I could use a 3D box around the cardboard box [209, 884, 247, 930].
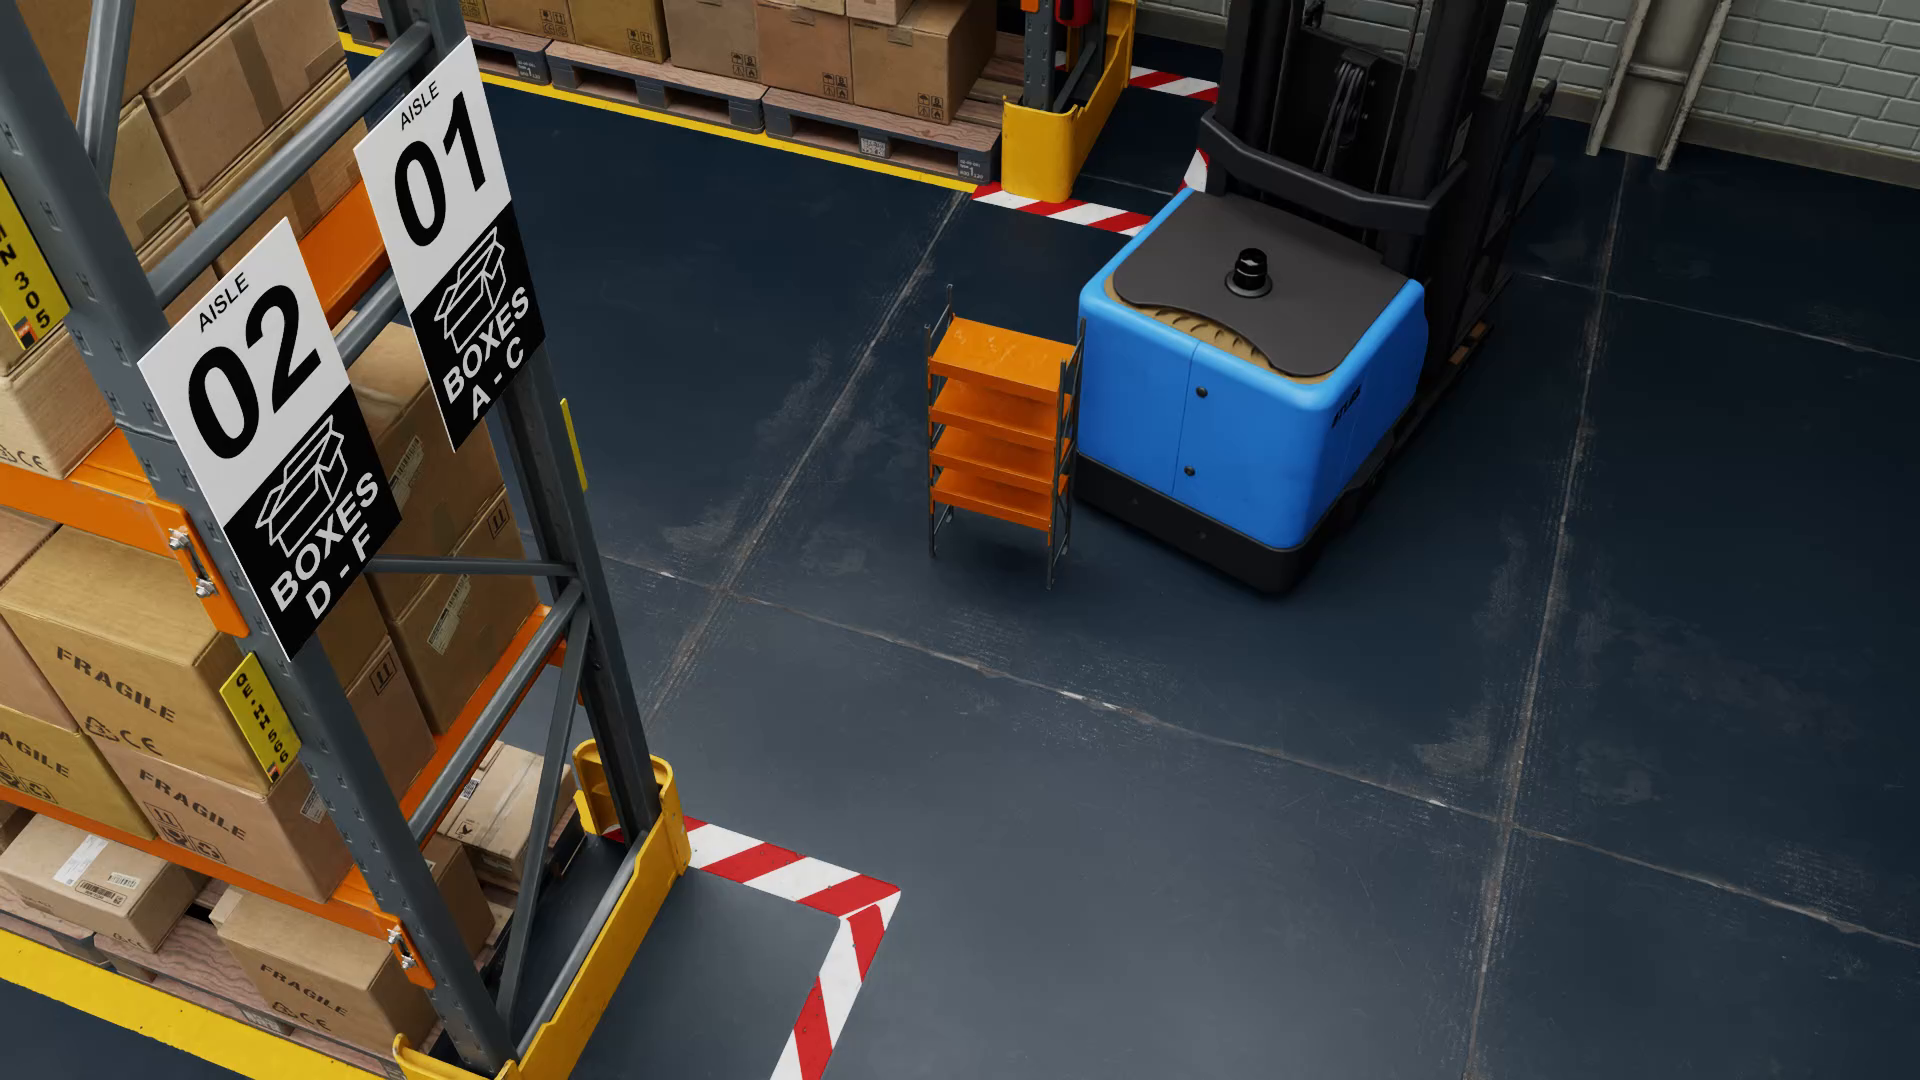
[{"bbox_3d":[-2.135,1.102,5.261,0.250,0.166,0.380,16,51,13],"label":"cardboard box"}]

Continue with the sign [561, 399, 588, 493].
[{"bbox_3d":[-1.003,-0.213,4.243,0.005,0.325,0.100,16,51,13],"label":"sign"}]

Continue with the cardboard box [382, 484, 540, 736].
[{"bbox_3d":[-1.516,0.120,4.462,0.500,0.500,0.500,17,51,14],"label":"cardboard box"}]

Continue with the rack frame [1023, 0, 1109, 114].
[{"bbox_3d":[0.522,-3.057,7.281,0.127,3.000,1.000,16,51,13],"label":"rack frame"}]

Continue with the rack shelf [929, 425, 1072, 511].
[{"bbox_3d":[0.155,-0.306,6.176,0.480,0.148,0.258,16,51,13],"label":"rack shelf"}]

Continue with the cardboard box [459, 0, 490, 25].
[{"bbox_3d":[-2.564,-3.155,8.742,0.500,0.500,0.700,16,51,14],"label":"cardboard box"}]

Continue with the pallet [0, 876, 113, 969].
[{"bbox_3d":[-3.151,0.820,5.766,1.213,0.211,1.003,16,51,13],"label":"pallet"}]

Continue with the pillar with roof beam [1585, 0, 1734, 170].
[{"bbox_3d":[1.863,-1.876,2.288,0.400,9.000,9.100,16,51,13],"label":"pillar with roof beam"}]

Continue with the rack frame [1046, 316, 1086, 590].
[{"bbox_3d":[0.384,-0.286,6.070,0.015,1.200,0.240,16,51,13],"label":"rack frame"}]

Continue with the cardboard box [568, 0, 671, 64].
[{"bbox_3d":[-1.613,-2.885,8.508,0.500,0.500,0.700,17,51,14],"label":"cardboard box"}]

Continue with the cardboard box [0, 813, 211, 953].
[{"bbox_3d":[-2.667,0.974,5.316,0.500,0.250,0.500,16,51,13],"label":"cardboard box"}]

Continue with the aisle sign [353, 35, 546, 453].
[{"bbox_3d":[-1.025,-0.586,3.419,0.004,0.787,0.394,16,51,13],"label":"aisle sign"}]

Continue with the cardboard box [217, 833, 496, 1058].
[{"bbox_3d":[-1.786,1.162,4.987,0.500,0.500,0.500,16,51,13],"label":"cardboard box"}]

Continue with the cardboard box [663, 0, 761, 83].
[{"bbox_3d":[-1.111,-2.751,8.392,0.500,0.500,0.700,14,51,12],"label":"cardboard box"}]

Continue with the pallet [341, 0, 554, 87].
[{"bbox_3d":[-2.544,-2.937,9.022,1.213,0.211,1.003,16,51,13],"label":"pallet"}]

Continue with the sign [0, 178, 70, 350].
[{"bbox_3d":[-1.402,-0.429,2.432,0.005,0.325,0.100,16,51,13],"label":"sign"}]

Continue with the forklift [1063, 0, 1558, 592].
[{"bbox_3d":[1.680,-1.842,6.273,1.130,2.935,3.031,28,55,22],"label":"forklift"}]

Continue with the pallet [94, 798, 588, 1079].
[{"bbox_3d":[-2.011,1.141,5.488,1.213,0.211,1.003,16,51,13],"label":"pallet"}]

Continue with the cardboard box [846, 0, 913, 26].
[{"bbox_3d":[-0.353,-2.605,7.837,0.250,0.149,0.380,15,51,13],"label":"cardboard box"}]

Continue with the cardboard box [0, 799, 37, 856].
[{"bbox_3d":[-3.179,0.570,5.499,0.637,0.503,0.797,16,51,13],"label":"cardboard box"}]

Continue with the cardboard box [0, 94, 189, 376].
[{"bbox_3d":[-1.761,-0.595,2.931,0.500,0.250,0.500,16,51,13],"label":"cardboard box"}]

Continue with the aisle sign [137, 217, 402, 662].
[{"bbox_3d":[-1.233,-0.161,3.051,0.004,0.787,0.394,16,51,13],"label":"aisle sign"}]

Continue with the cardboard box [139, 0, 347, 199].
[{"bbox_3d":[-1.583,-0.961,3.248,0.500,0.250,0.500,16,51,13],"label":"cardboard box"}]

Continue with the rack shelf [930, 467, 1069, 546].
[{"bbox_3d":[0.155,-0.176,6.326,0.480,0.148,0.258,16,51,13],"label":"rack shelf"}]

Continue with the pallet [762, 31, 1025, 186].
[{"bbox_3d":[-0.255,-2.298,8.468,1.213,0.211,1.003,16,51,13],"label":"pallet"}]

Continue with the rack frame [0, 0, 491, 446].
[{"bbox_3d":[-1.191,-1.509,1.970,0.127,3.000,1.000,16,51,13],"label":"rack frame"}]

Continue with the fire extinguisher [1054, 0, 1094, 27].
[{"bbox_3d":[0.504,-2.543,7.134,0.183,0.674,0.296,16,51,13],"label":"fire extinguisher"}]

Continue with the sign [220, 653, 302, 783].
[{"bbox_3d":[-1.402,0.361,3.344,0.005,0.325,0.100,16,51,13],"label":"sign"}]

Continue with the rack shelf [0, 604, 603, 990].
[{"bbox_3d":[-3.067,0.167,4.963,4.000,0.370,1.077,16,51,13],"label":"rack shelf"}]

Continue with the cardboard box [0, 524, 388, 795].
[{"bbox_3d":[-1.704,0.174,3.753,0.500,0.500,0.500,15,51,13],"label":"cardboard box"}]

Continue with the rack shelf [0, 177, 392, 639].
[{"bbox_3d":[-3.067,-0.815,3.829,4.000,0.370,1.077,16,51,13],"label":"rack shelf"}]

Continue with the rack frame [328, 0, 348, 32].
[{"bbox_3d":[-3.230,-4.104,8.189,0.127,3.000,1.000,16,51,13],"label":"rack frame"}]

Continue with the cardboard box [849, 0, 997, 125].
[{"bbox_3d":[-0.169,-2.488,8.164,0.500,0.500,0.700,16,51,13],"label":"cardboard box"}]

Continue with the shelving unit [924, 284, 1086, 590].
[{"bbox_3d":[0.155,-0.350,6.126,0.503,1.200,0.258,16,51,13],"label":"shelving unit"}]

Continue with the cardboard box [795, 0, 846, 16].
[{"bbox_3d":[-0.593,-2.672,7.894,0.250,0.149,0.380,17,51,14],"label":"cardboard box"}]

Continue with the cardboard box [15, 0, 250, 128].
[{"bbox_3d":[-1.679,-1.010,2.794,0.500,0.500,0.700,16,51,13],"label":"cardboard box"}]

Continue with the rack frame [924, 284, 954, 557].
[{"bbox_3d":[-0.074,-0.414,6.181,0.015,1.200,0.240,16,51,13],"label":"rack frame"}]

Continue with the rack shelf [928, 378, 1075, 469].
[{"bbox_3d":[0.155,-0.452,6.007,0.480,0.148,0.258,16,51,13],"label":"rack shelf"}]

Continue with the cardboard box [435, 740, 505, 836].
[{"bbox_3d":[-1.699,0.821,5.504,0.250,0.166,0.380,16,51,13],"label":"cardboard box"}]

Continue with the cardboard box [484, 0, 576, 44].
[{"bbox_3d":[-2.094,-3.021,8.626,0.500,0.500,0.700,15,51,13],"label":"cardboard box"}]

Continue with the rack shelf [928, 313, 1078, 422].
[{"bbox_3d":[0.155,-0.607,5.829,0.480,0.148,0.258,16,51,13],"label":"rack shelf"}]

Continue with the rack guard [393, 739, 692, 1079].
[{"bbox_3d":[-1.262,1.254,5.199,0.348,0.500,1.175,16,51,13],"label":"rack guard"}]

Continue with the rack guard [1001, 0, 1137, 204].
[{"bbox_3d":[0.545,-2.232,8.220,0.348,0.500,1.175,16,51,13],"label":"rack guard"}]

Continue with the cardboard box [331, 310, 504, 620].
[{"bbox_3d":[-1.516,-0.208,4.084,0.500,0.500,0.500,17,51,14],"label":"cardboard box"}]

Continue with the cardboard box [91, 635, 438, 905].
[{"bbox_3d":[-1.706,0.498,4.134,0.500,0.500,0.500,17,51,14],"label":"cardboard box"}]

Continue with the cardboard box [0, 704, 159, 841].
[{"bbox_3d":[-2.193,0.365,4.249,0.500,0.500,0.500,16,51,13],"label":"cardboard box"}]

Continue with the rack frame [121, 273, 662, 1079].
[{"bbox_3d":[-1.191,0.455,4.237,0.127,3.000,1.000,16,51,13],"label":"rack frame"}]

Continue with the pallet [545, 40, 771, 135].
[{"bbox_3d":[-1.396,-2.618,8.746,1.213,0.211,1.003,16,51,13],"label":"pallet"}]

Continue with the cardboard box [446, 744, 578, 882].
[{"bbox_3d":[-1.465,0.892,5.454,0.250,0.149,0.380,16,51,13],"label":"cardboard box"}]

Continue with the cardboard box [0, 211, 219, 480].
[{"bbox_3d":[-1.764,-0.426,3.115,0.500,0.250,0.500,16,51,13],"label":"cardboard box"}]

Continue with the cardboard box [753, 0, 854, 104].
[{"bbox_3d":[-0.639,-2.619,8.278,0.500,0.500,0.700,15,51,13],"label":"cardboard box"}]

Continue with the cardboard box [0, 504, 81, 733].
[{"bbox_3d":[-2.178,0.042,3.868,0.500,0.500,0.500,17,51,14],"label":"cardboard box"}]

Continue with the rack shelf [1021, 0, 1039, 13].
[{"bbox_3d":[-1.354,-3.345,8.007,4.000,0.370,1.077,16,51,13],"label":"rack shelf"}]

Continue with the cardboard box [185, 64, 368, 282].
[{"bbox_3d":[-1.585,-0.793,3.433,0.500,0.250,0.500,16,51,13],"label":"cardboard box"}]
